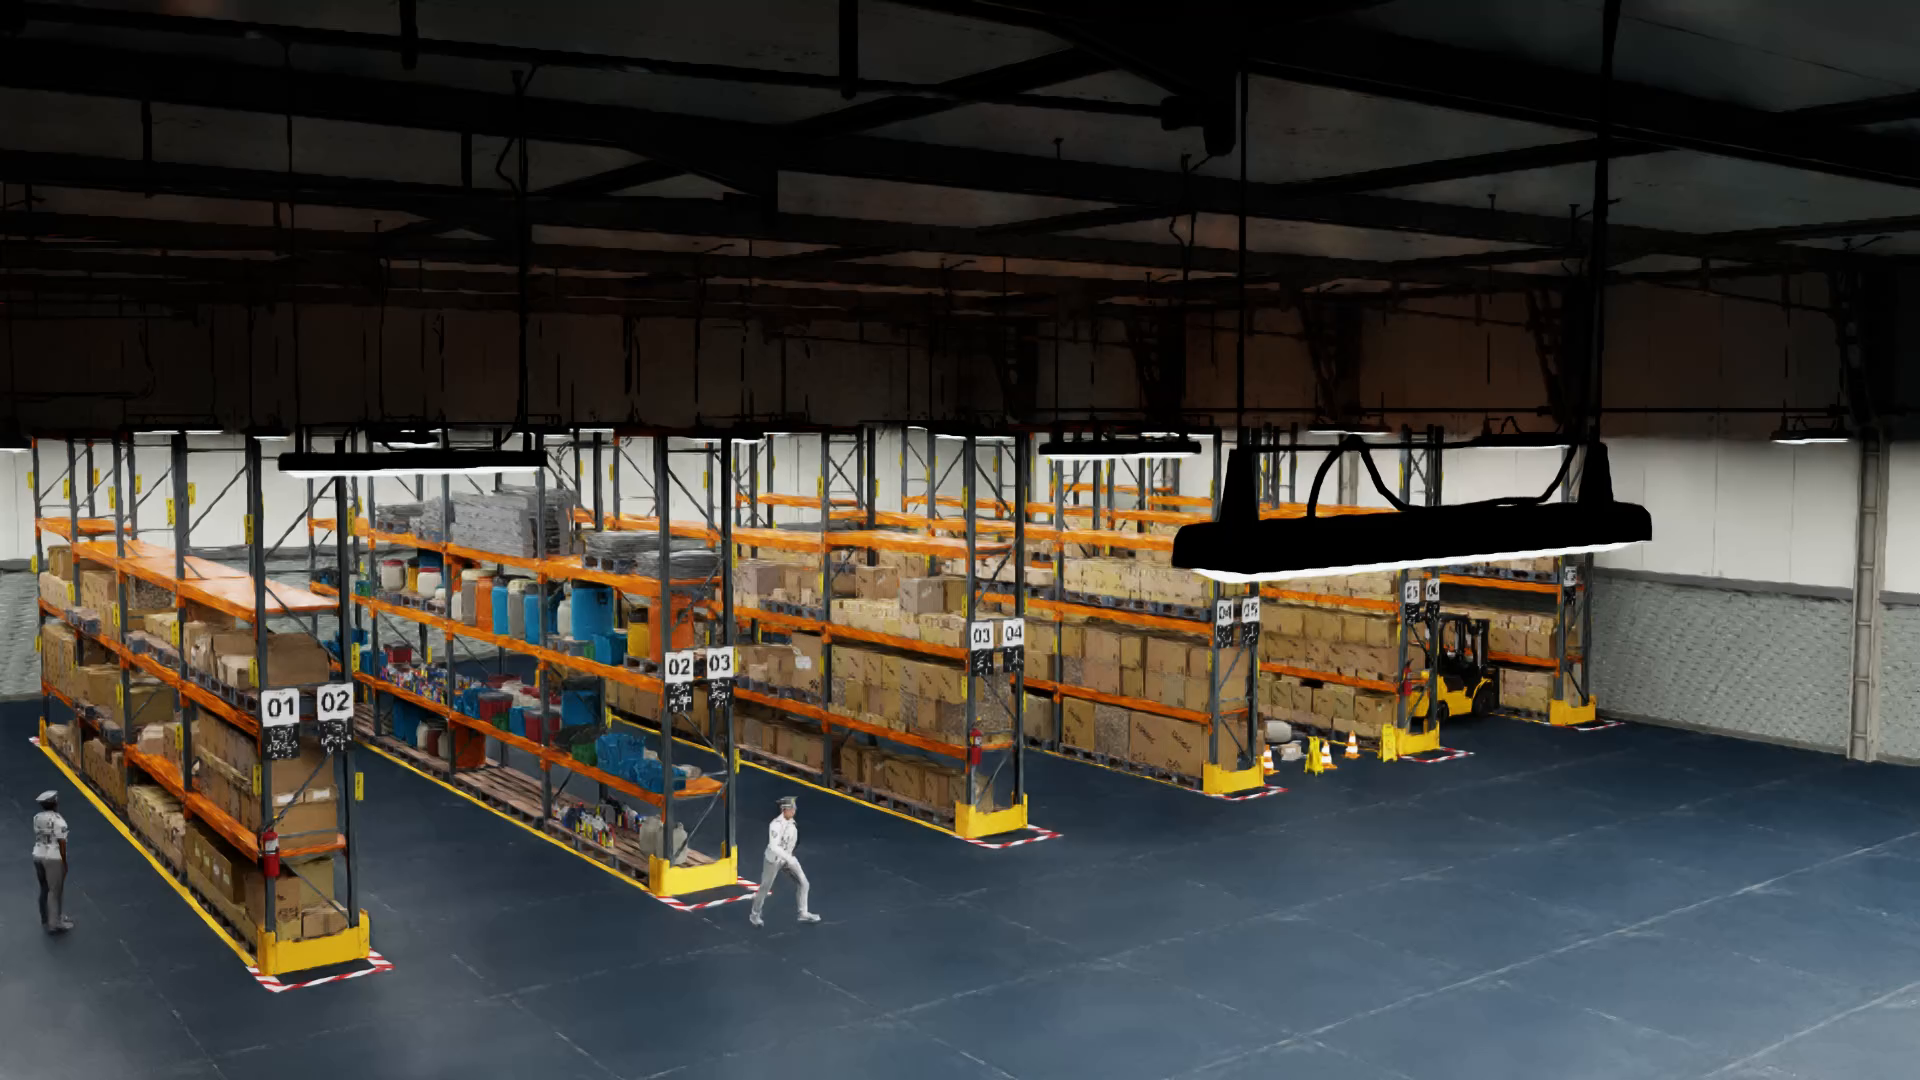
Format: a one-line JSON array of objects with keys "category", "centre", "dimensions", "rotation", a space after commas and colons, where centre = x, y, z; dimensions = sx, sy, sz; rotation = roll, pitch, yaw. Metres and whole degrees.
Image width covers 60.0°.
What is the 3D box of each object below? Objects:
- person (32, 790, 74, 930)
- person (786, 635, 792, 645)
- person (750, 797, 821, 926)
[{"category": "person", "centre": [-11.061, 3.889, 20.293], "dimensions": [0.502, 1.677, 0.420], "rotation": [2, 5, 23]}, {"category": "person", "centre": [-4.484, 2.178, 44.281], "dimensions": [0.460, 1.367, 0.555], "rotation": [2, 5, 23]}, {"category": "person", "centre": [-2.195, 3.917, 20.382], "dimensions": [0.774, 1.615, 0.638], "rotation": [3, 5, 33]}]
